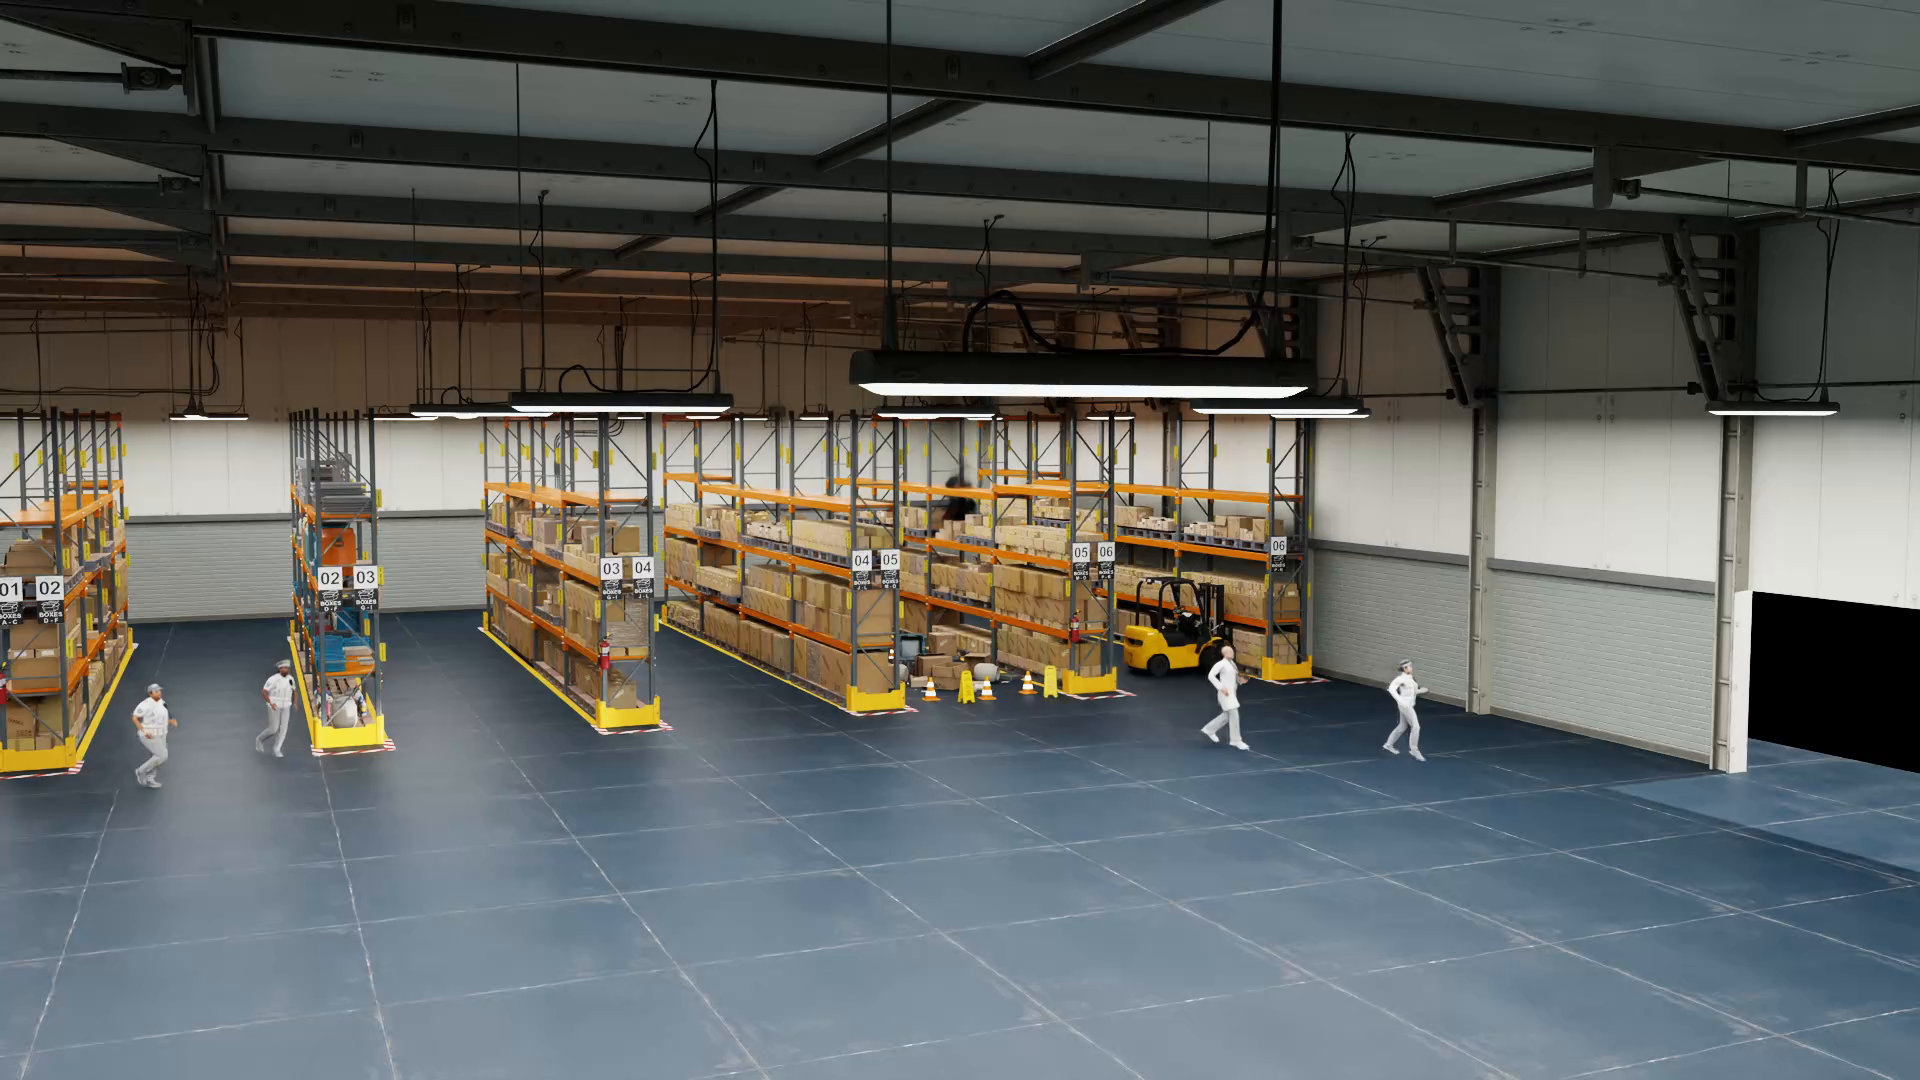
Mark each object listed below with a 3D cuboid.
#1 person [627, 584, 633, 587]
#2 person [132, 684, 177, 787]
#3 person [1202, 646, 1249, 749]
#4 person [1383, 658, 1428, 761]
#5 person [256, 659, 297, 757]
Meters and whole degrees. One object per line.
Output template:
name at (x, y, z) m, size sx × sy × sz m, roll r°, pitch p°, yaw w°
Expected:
person at (-9.038, 1.637, 45.840) m, size 0.692 × 1.840 × 0.645 m, roll -1°, pitch 4°, yaw -14°
person at (-12.642, 3.075, 26.192) m, size 0.554 × 1.635 × 0.588 m, roll 0°, pitch 4°, yaw 6°
person at (4.701, 2.767, 29.419) m, size 0.920 × 1.795 × 0.705 m, roll 2°, pitch 5°, yaw 27°
person at (7.614, 2.880, 28.386) m, size 0.707 × 1.745 × 0.598 m, roll 2°, pitch 4°, yaw 25°
person at (-11.777, 2.886, 28.784) m, size 0.647 × 1.644 × 0.657 m, roll 3°, pitch 5°, yaw 39°
